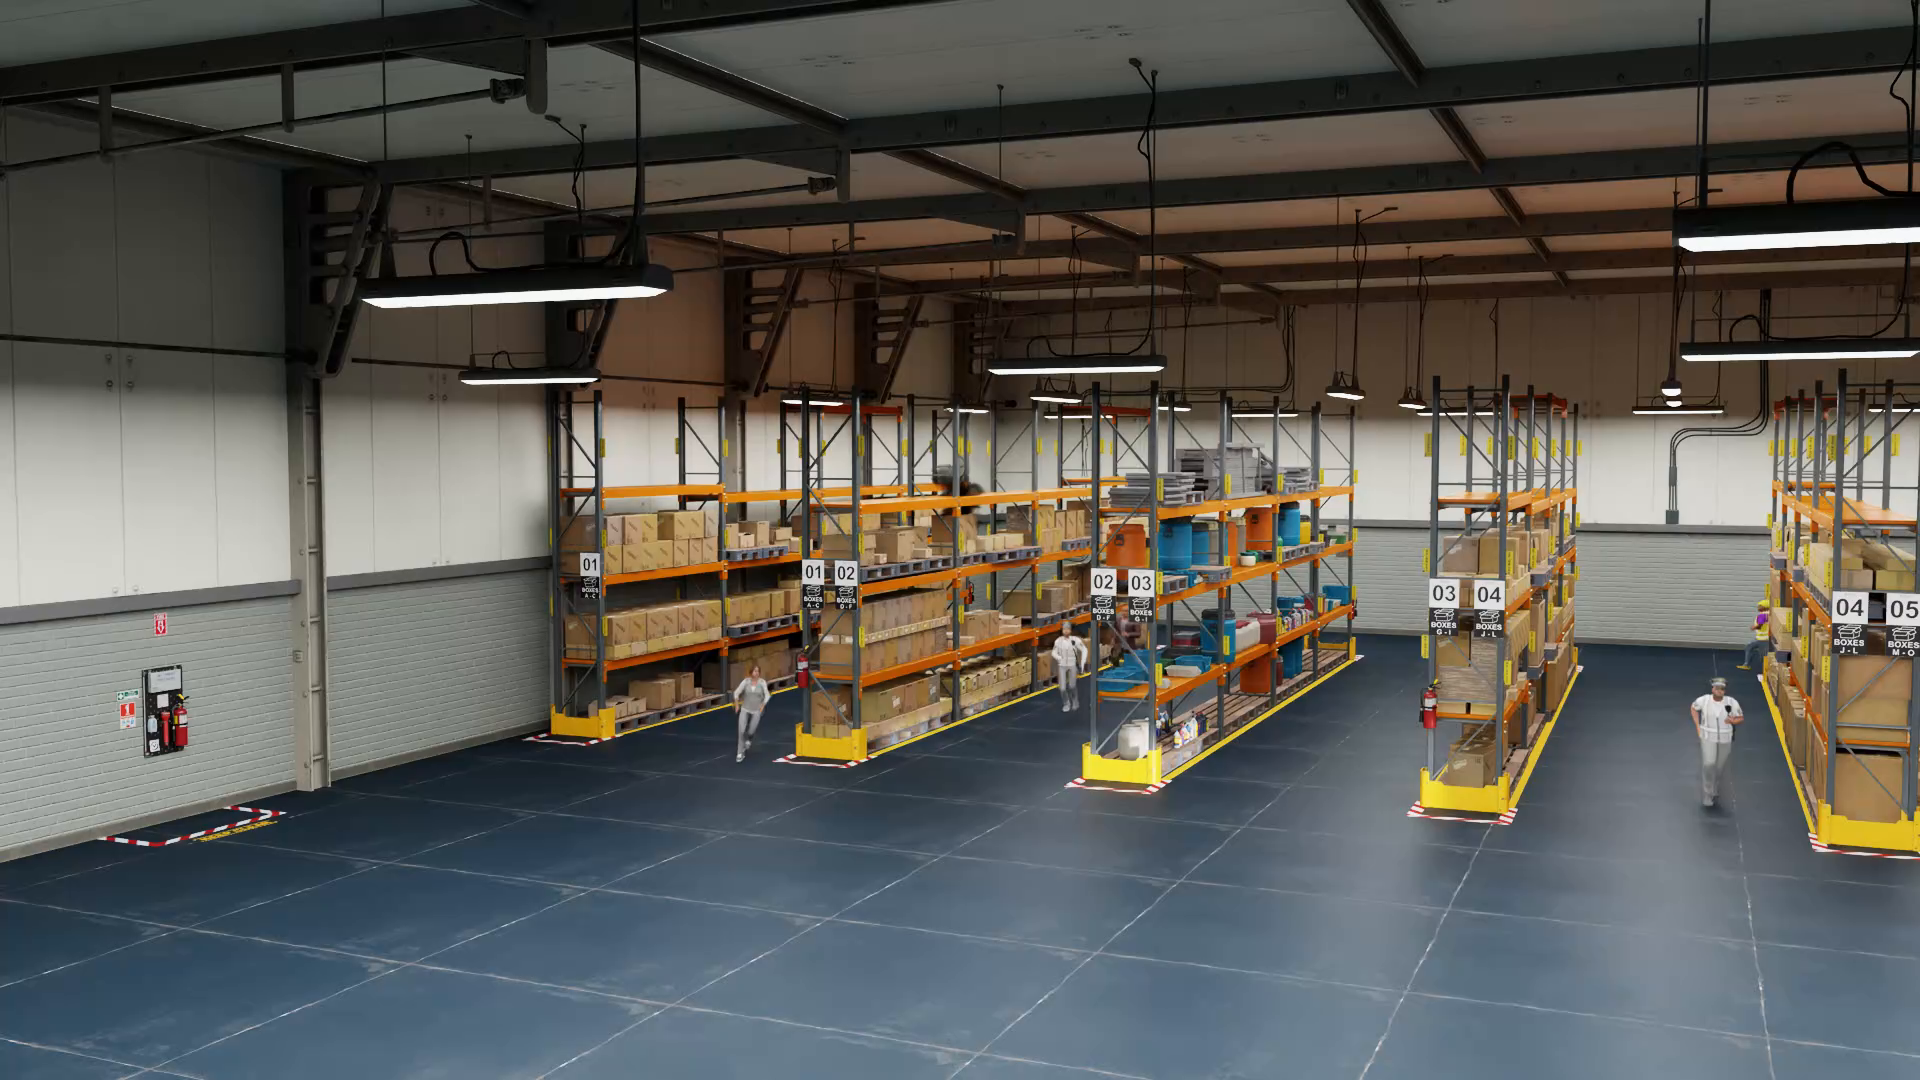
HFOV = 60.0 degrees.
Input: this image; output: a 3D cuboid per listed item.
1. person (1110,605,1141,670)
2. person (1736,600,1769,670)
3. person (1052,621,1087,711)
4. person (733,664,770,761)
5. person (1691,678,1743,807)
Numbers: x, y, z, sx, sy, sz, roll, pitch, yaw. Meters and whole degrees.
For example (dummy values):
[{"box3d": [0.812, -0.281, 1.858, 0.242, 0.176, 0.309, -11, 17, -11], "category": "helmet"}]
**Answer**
[{"box3d": [3.361, 2.203, 33.760, 0.684, 1.770, 0.931, 1, 3, 18], "category": "person"}, {"box3d": [17.869, 2.142, 37.064, 1.054, 1.616, 0.743, 2, 4, 29], "category": "person"}, {"box3d": [1.945, 2.269, 29.810, 0.623, 1.633, 0.540, 1, 3, 11], "category": "person"}, {"box3d": [-3.357, 2.774, 26.804, 0.583, 1.530, 0.535, 0, 3, -3], "category": "person"}, {"box3d": [10.686, 2.840, 23.471, 0.635, 1.843, 0.817, 1, 3, 13], "category": "person"}]
